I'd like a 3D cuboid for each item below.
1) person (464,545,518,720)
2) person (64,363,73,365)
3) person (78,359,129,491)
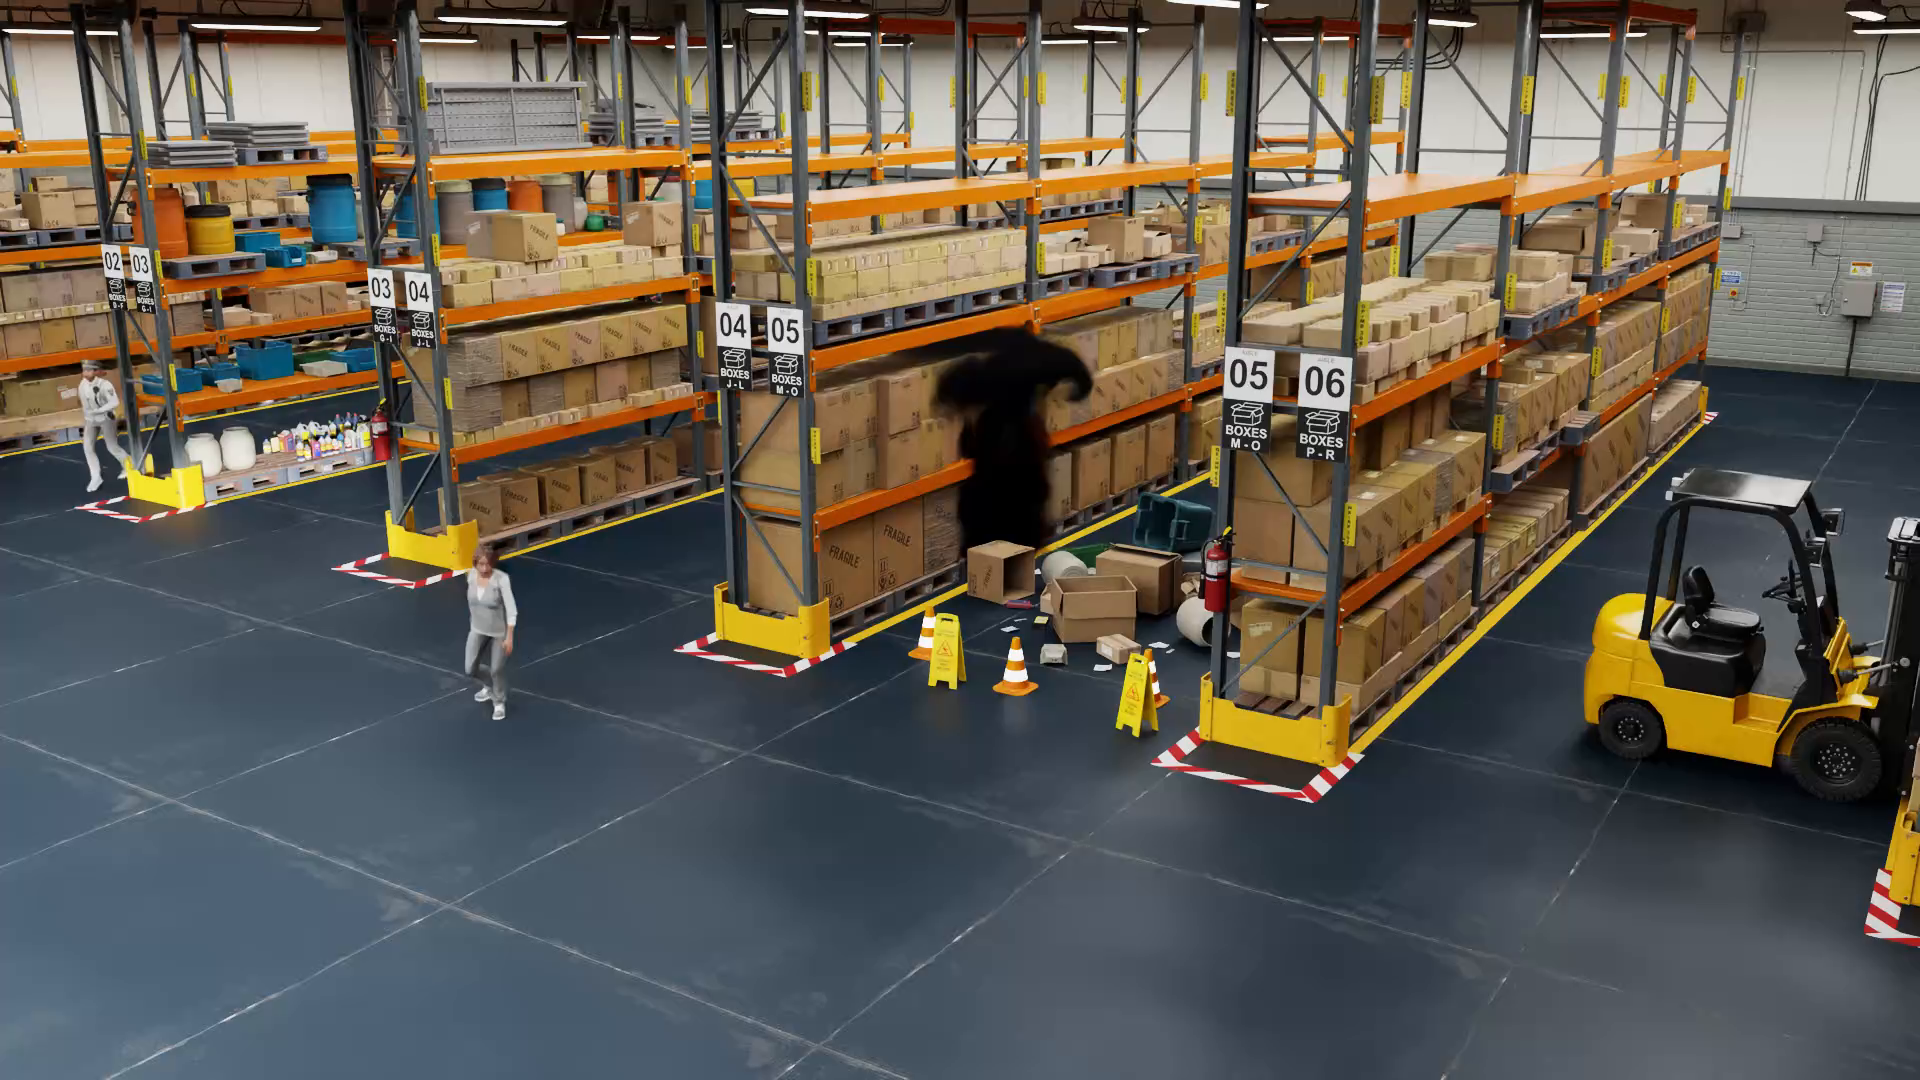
[{"bbox_3d":[-3.852,0.751,13.661,0.569,1.556,0.534,3,16,11],"label":"person"},{"bbox_3d":[-14.176,-2.938,26.445,0.641,1.843,0.878,6,17,20],"label":"person"},{"bbox_3d":[-11.140,-1.538,21.592,0.630,1.689,0.780,2,16,8],"label":"person"}]
